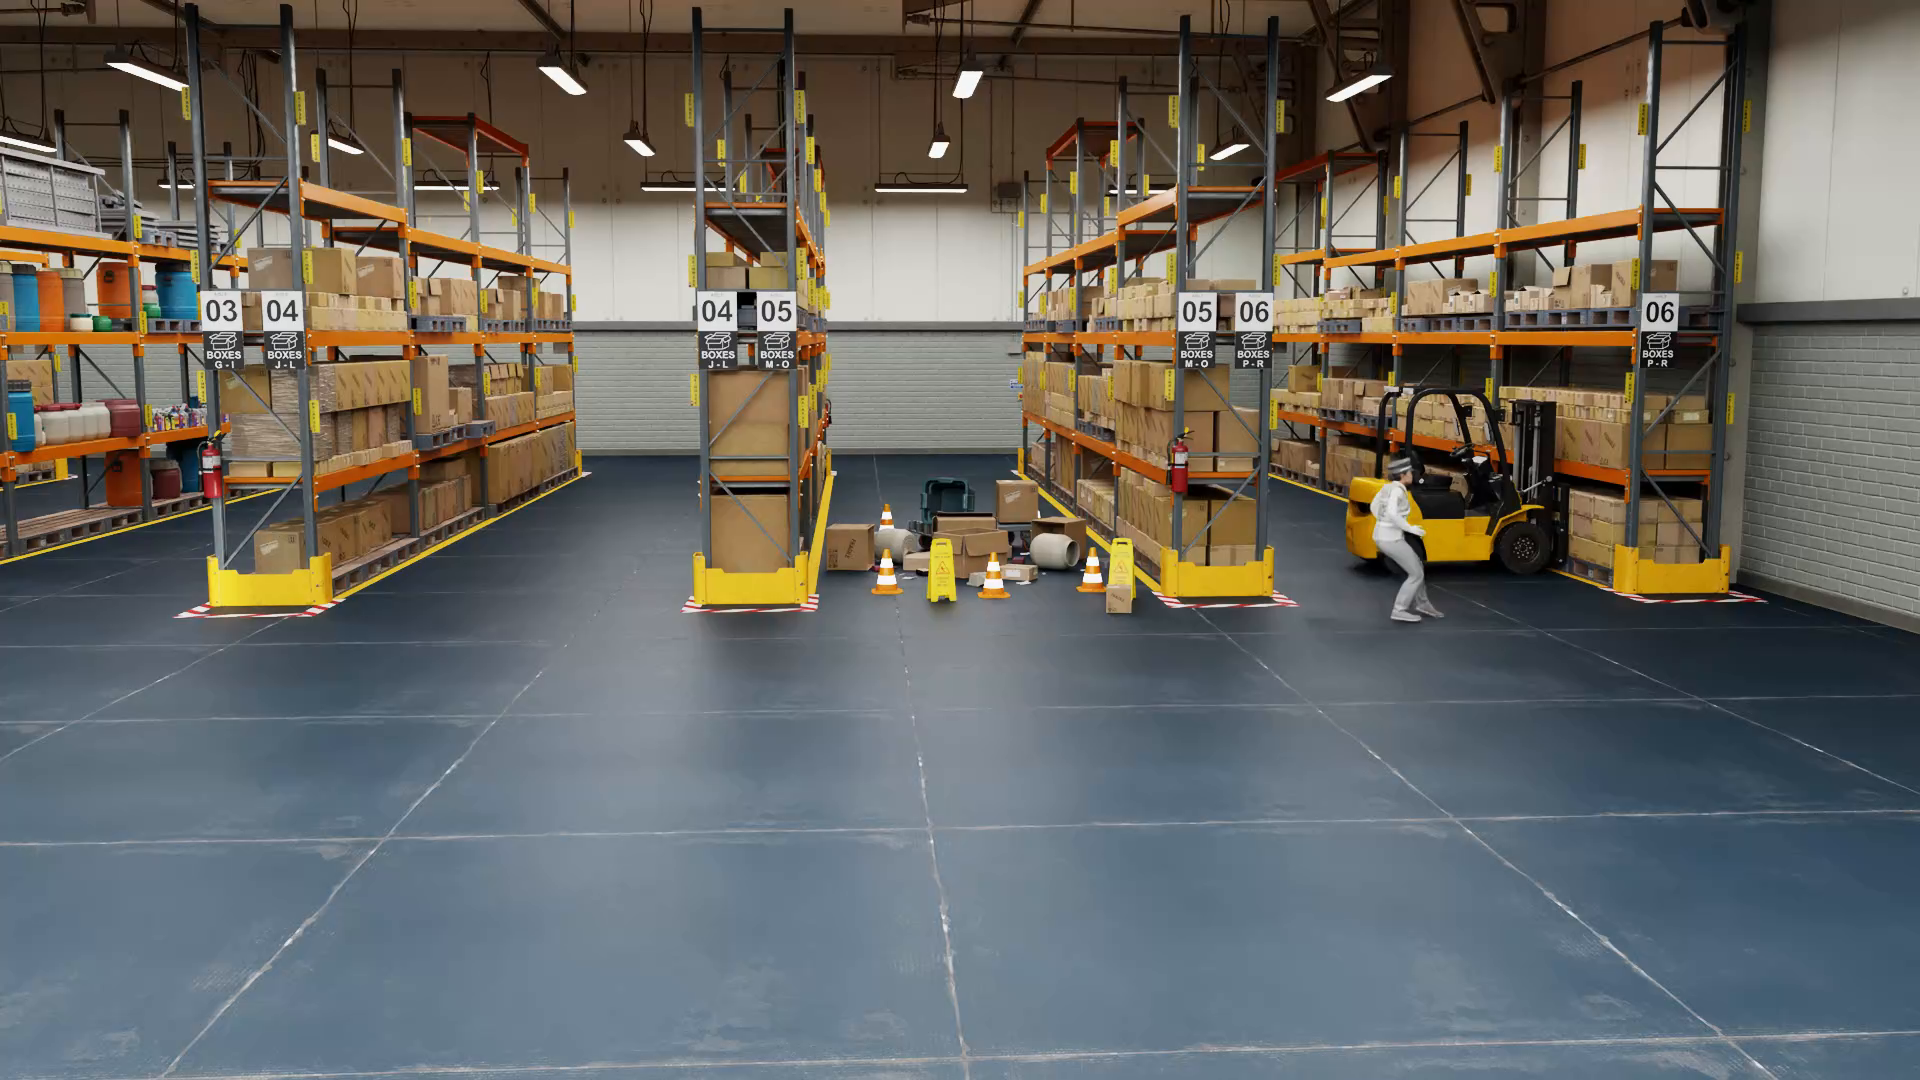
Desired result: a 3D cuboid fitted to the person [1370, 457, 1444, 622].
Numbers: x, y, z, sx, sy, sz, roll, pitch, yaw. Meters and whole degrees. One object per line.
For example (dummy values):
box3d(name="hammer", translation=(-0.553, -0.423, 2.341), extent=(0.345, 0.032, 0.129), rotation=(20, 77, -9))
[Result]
box3d(name="person", translation=(4.393, -0.004, 16.141), extent=(0.757, 1.597, 0.687), rotation=(0, 7, 1))
